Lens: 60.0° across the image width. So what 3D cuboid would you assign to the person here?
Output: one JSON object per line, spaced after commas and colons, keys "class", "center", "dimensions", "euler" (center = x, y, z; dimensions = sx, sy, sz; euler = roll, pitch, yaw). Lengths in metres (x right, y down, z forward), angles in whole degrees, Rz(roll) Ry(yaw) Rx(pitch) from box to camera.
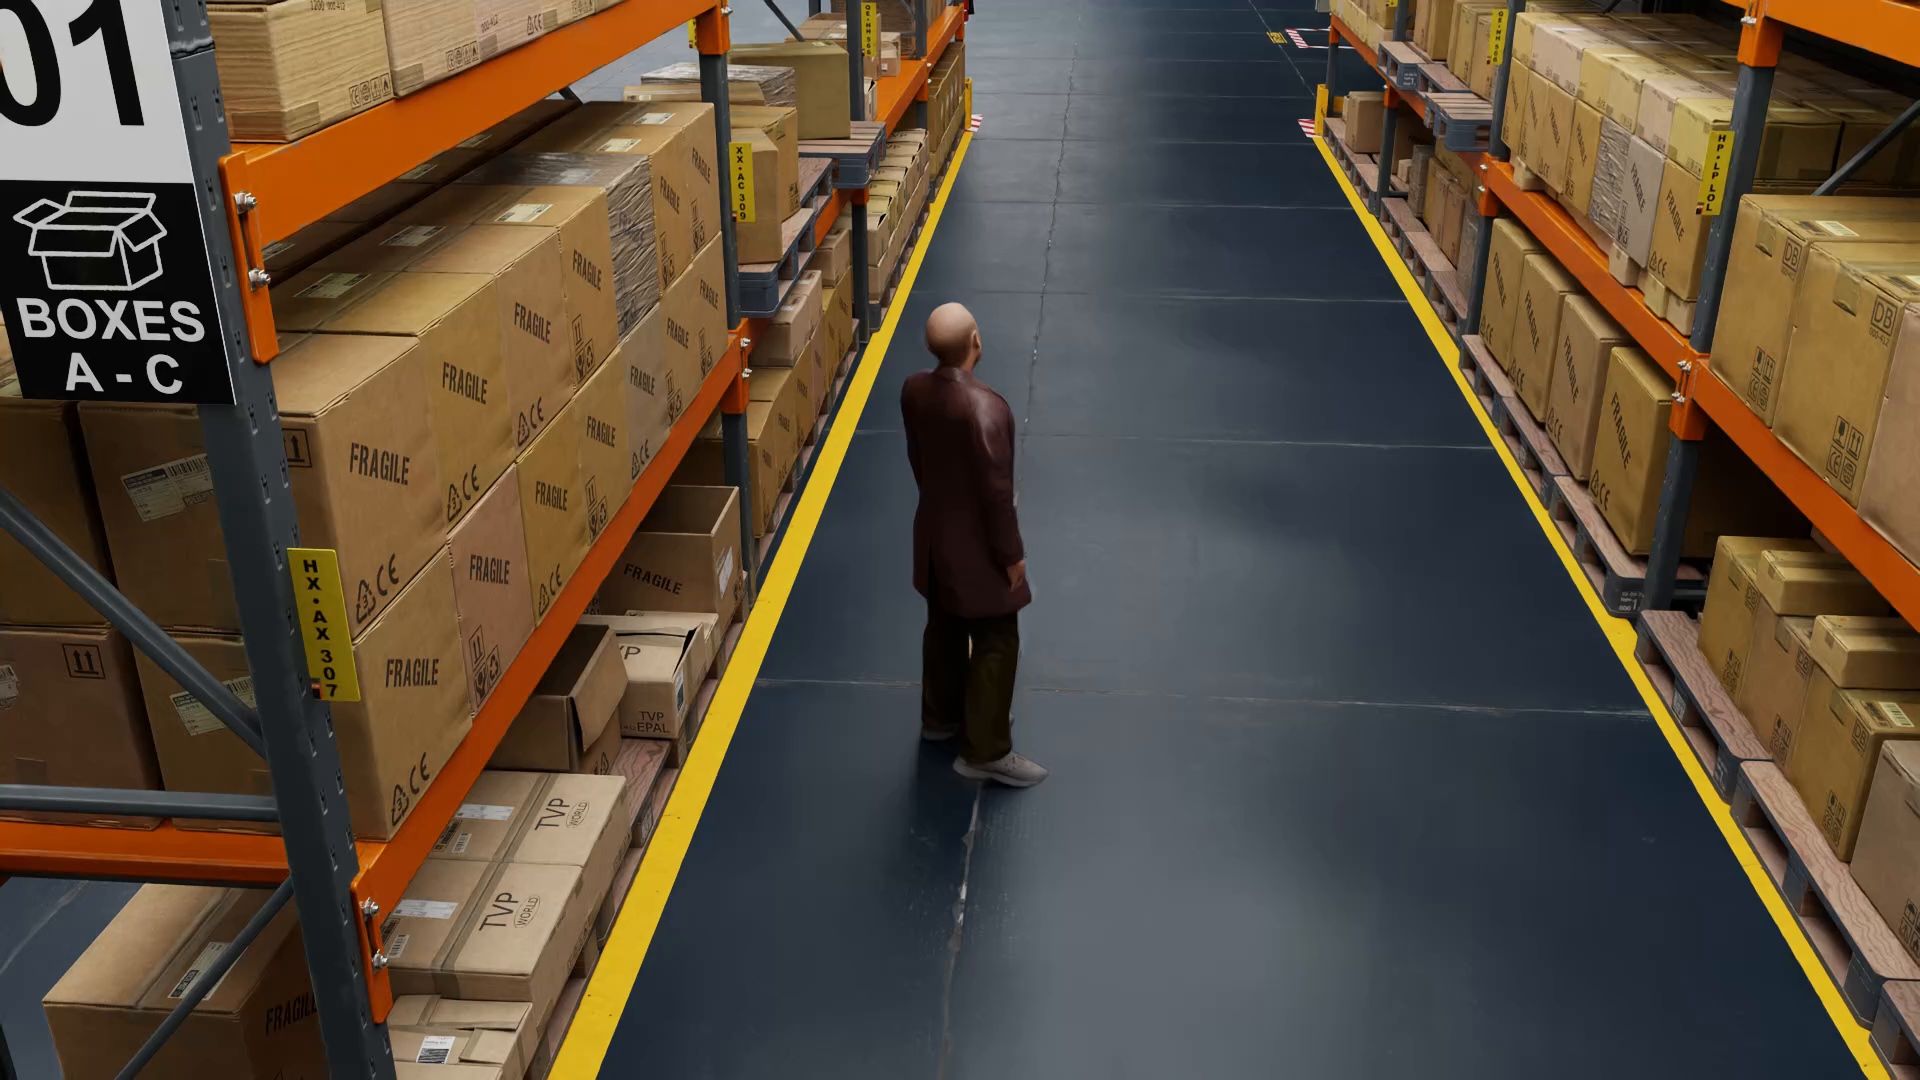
{"class": "person", "center": [0.059, 0.012, 6.104], "dimensions": [0.415, 1.819, 0.646], "euler": [-15, 28, -30]}
